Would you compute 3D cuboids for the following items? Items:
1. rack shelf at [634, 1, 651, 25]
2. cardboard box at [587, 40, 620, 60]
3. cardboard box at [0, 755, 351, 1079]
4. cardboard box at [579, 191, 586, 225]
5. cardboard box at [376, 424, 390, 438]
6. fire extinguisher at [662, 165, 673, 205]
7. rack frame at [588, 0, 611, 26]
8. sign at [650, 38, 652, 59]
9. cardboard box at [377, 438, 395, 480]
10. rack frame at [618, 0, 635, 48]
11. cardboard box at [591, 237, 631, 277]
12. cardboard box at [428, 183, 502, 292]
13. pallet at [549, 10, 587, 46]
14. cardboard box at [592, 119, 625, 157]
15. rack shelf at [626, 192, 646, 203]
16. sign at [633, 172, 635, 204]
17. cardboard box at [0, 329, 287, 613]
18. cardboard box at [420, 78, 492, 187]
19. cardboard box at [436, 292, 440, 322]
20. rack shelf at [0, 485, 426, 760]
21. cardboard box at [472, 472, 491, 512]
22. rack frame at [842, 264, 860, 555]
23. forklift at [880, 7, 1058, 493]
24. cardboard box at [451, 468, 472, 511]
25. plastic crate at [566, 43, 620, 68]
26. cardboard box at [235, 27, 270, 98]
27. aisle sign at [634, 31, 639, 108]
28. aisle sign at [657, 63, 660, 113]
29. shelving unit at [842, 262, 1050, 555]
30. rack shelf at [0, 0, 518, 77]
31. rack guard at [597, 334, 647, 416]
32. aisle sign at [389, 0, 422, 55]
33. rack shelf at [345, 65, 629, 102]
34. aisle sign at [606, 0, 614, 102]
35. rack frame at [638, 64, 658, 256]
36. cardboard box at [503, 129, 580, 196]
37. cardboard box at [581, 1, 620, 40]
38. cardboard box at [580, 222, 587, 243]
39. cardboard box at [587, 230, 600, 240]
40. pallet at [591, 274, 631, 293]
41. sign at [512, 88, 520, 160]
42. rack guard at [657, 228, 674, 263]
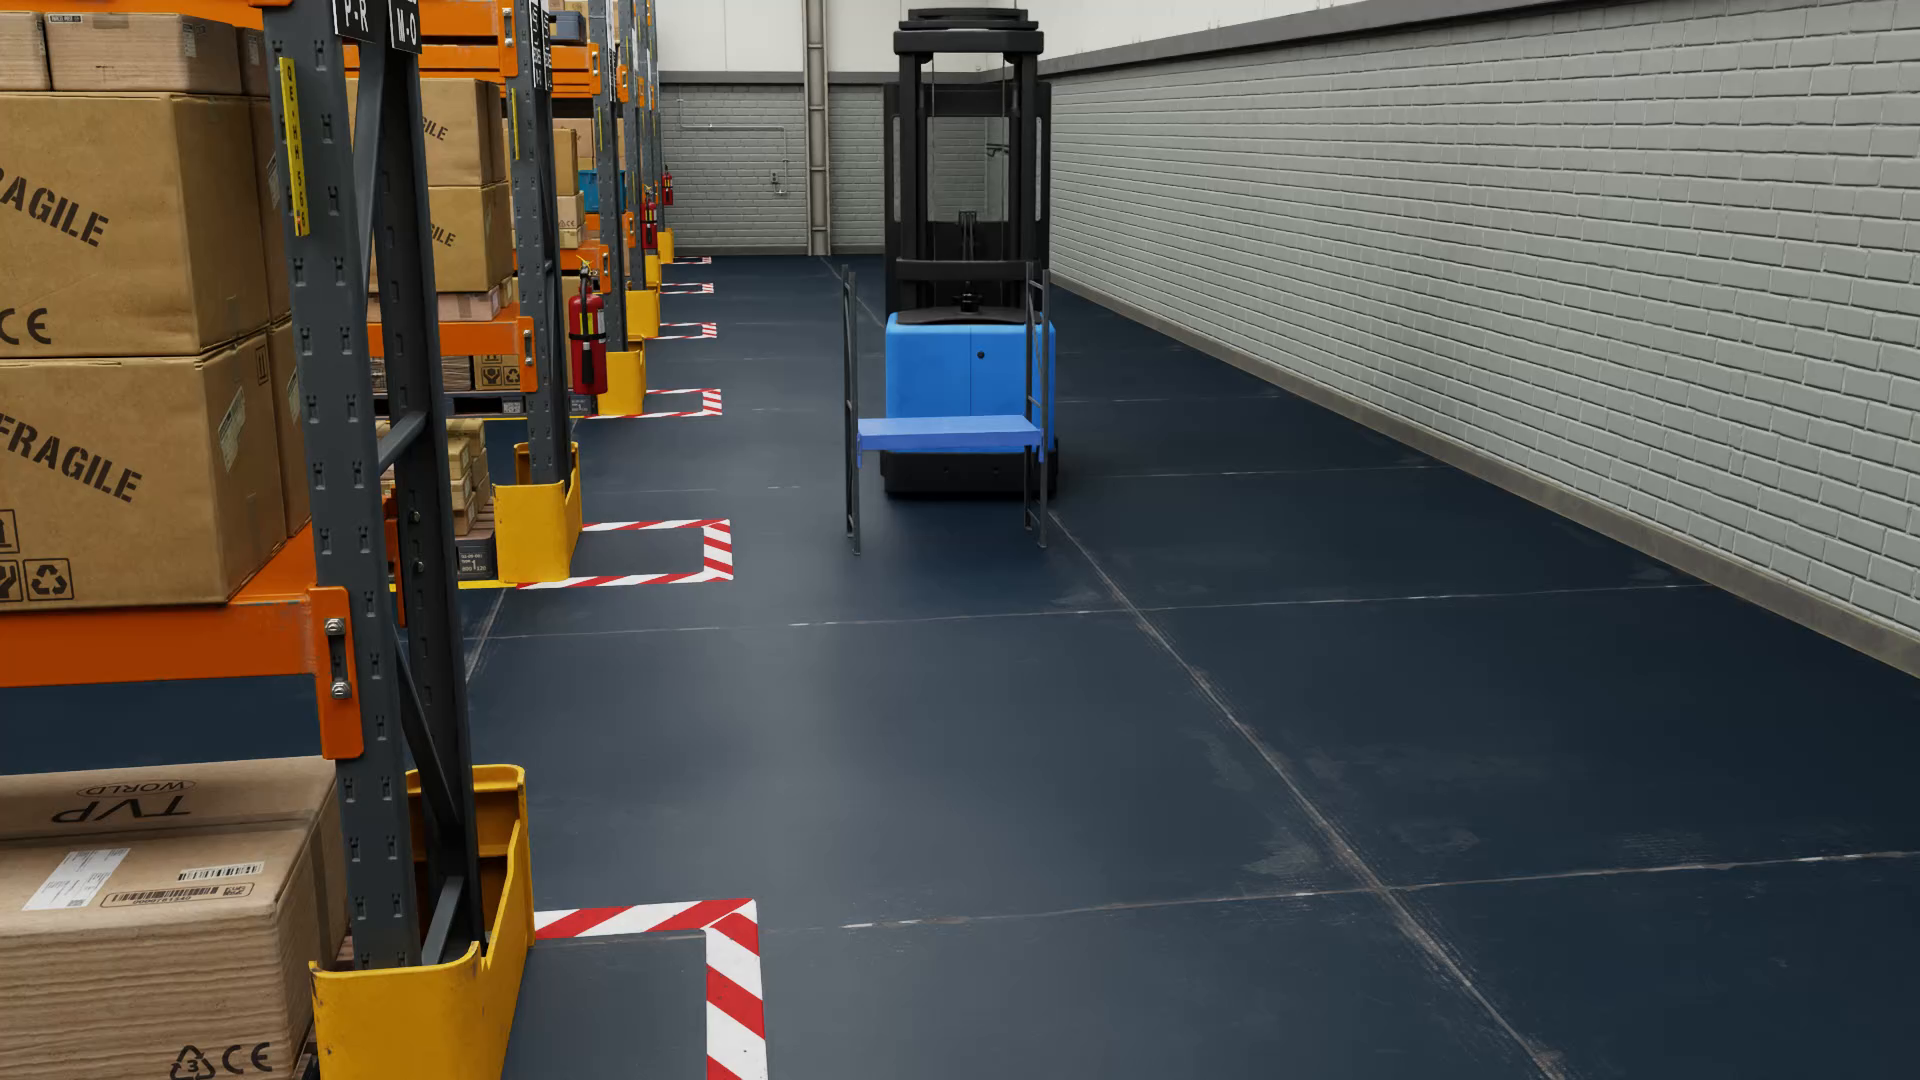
[{"bbox_3d":[-6.992,-8.449,26.712,4.000,0.370,1.077,-2,14,-8],"label":"rack shelf"},{"bbox_3d":[-4.742,-6.507,22.117,0.500,0.250,0.500,-2,14,-8],"label":"cardboard box"},{"bbox_3d":[-1.962,0.891,3.906,0.875,0.438,0.875,-3,14,-10],"label":"cardboard box"},{"bbox_3d":[-3.315,-2.699,13.513,0.500,0.250,0.500,-2,14,-10],"label":"cardboard box"},{"bbox_3d":[-2.985,-0.516,8.888,0.250,0.149,0.380,-2,14,-7],"label":"cardboard box"},{"bbox_3d":[-4.796,-5.830,27.228,0.183,0.674,0.296,-2,14,-8],"label":"fire extinguisher"},{"bbox_3d":[-2.800,-5.489,12.612,0.127,3.000,1.000,-2,14,-8],"label":"rack frame"},{"bbox_3d":[-4.947,-7.869,26.609,0.005,0.325,0.100,-2,14,-8],"label":"sign"},{"bbox_3d":[-2.904,-0.417,8.492,0.250,0.149,0.380,-2,14,-7],"label":"cardboard box"},{"bbox_3d":[-3.538,-6.681,17.362,0.127,3.000,1.000,-2,14,-8],"label":"rack frame"},{"bbox_3d":[-4.773,-3.885,22.779,0.500,0.500,0.500,-2,14,-8],"label":"cardboard box"},{"bbox_3d":[-2.567,-1.497,8.209,0.500,0.500,0.500,-2,14,-7],"label":"cardboard box"},{"bbox_3d":[-3.532,-3.962,12.870,1.213,0.211,1.003,-2,14,-8],"label":"pallet"},{"bbox_3d":[-4.672,-5.414,22.382,0.500,0.500,0.500,-2,14,-9],"label":"cardboard box"},{"bbox_3d":[-6.250,-4.541,22.642,4.000,0.370,1.077,-2,14,-8],"label":"rack shelf"},{"bbox_3d":[-3.440,-3.718,17.547,0.005,0.325,0.100,-2,14,-8],"label":"sign"},{"bbox_3d":[-1.761,-0.163,3.501,0.500,0.500,0.500,-2,14,-8],"label":"cardboard box"},{"bbox_3d":[-2.577,-1.984,8.095,0.500,0.500,0.500,-2,14,-9],"label":"cardboard box"},{"bbox_3d":[-2.693,-1.181,8.282,0.250,0.149,0.380,-2,14,-8],"label":"cardboard box"},{"bbox_3d":[-3.302,0.226,3.635,4.000,0.370,1.077,-2,14,-8],"label":"rack shelf"},{"bbox_3d":[-2.727,-0.262,9.097,0.250,0.149,0.380,-2,14,-7],"label":"cardboard box"},{"bbox_3d":[-0.587,-0.706,8.954,0.032,1.500,0.500,-2,14,-8],"label":"rack frame"},{"bbox_3d":[0.043,-2.011,11.215,1.130,2.935,3.031,0,14,-1],"label":"forklift"},{"bbox_3d":[-2.641,-0.260,8.479,0.250,0.149,0.380,-2,14,-10],"label":"cardboard box"},{"bbox_3d":[-3.960,-5.216,17.955,0.590,0.269,0.497,-2,14,-8],"label":"plastic crate"},{"bbox_3d":[-1.716,-1.098,3.838,0.250,0.149,0.380,-2,14,-7],"label":"cardboard box"},{"bbox_3d":[-3.511,-5.106,18.071,0.004,0.787,0.394,-2,14,-8],"label":"aisle sign"},{"bbox_3d":[-4.898,-7.345,27.001,0.004,0.787,0.394,-2,14,-8],"label":"aisle sign"},{"bbox_3d":[-0.084,-0.724,9.027,1.048,1.500,0.538,-2,14,-8],"label":"shelving unit"},{"bbox_3d":[-4.139,-2.416,8.003,4.000,0.370,1.077,-2,14,-8],"label":"rack shelf"},{"bbox_3d":[-2.777,-1.368,13.649,0.348,0.500,1.175,-2,14,-8],"label":"rack guard"},{"bbox_3d":[-1.296,-1.529,3.809,0.004,0.787,0.394,-2,14,-8],"label":"aisle sign"},{"bbox_3d":[-5.516,-4.805,17.526,4.000,0.370,1.077,-2,14,-8],"label":"rack shelf"},{"bbox_3d":[-2.684,-3.771,12.748,0.004,0.787,0.394,-2,14,-8],"label":"aisle sign"},{"bbox_3d":[-4.272,-4.963,22.844,0.127,3.000,1.000,-2,14,-8],"label":"rack frame"},{"bbox_3d":[-3.243,-2.934,12.910,0.500,0.500,0.500,-2,14,-8],"label":"cardboard box"},{"bbox_3d":[-4.778,-6.928,22.255,0.500,0.500,0.700,-2,14,-8],"label":"cardboard box"},{"bbox_3d":[-3.200,-2.524,13.637,0.250,0.149,0.380,-2,14,-8],"label":"cardboard box"},{"bbox_3d":[-6.186,-5.078,27.578,0.500,0.500,0.700,-2,14,-8],"label":"cardboard box"},{"bbox_3d":[-5.136,-3.578,23.056,1.213,0.211,1.003,-2,14,-8],"label":"pallet"},{"bbox_3d":[-2.098,-1.964,7.855,0.005,0.325,0.100,-2,14,-8],"label":"sign"},{"bbox_3d":[-4.990,-4.942,27.902,0.348,0.500,1.175,-2,14,-8],"label":"rack guard"}]
